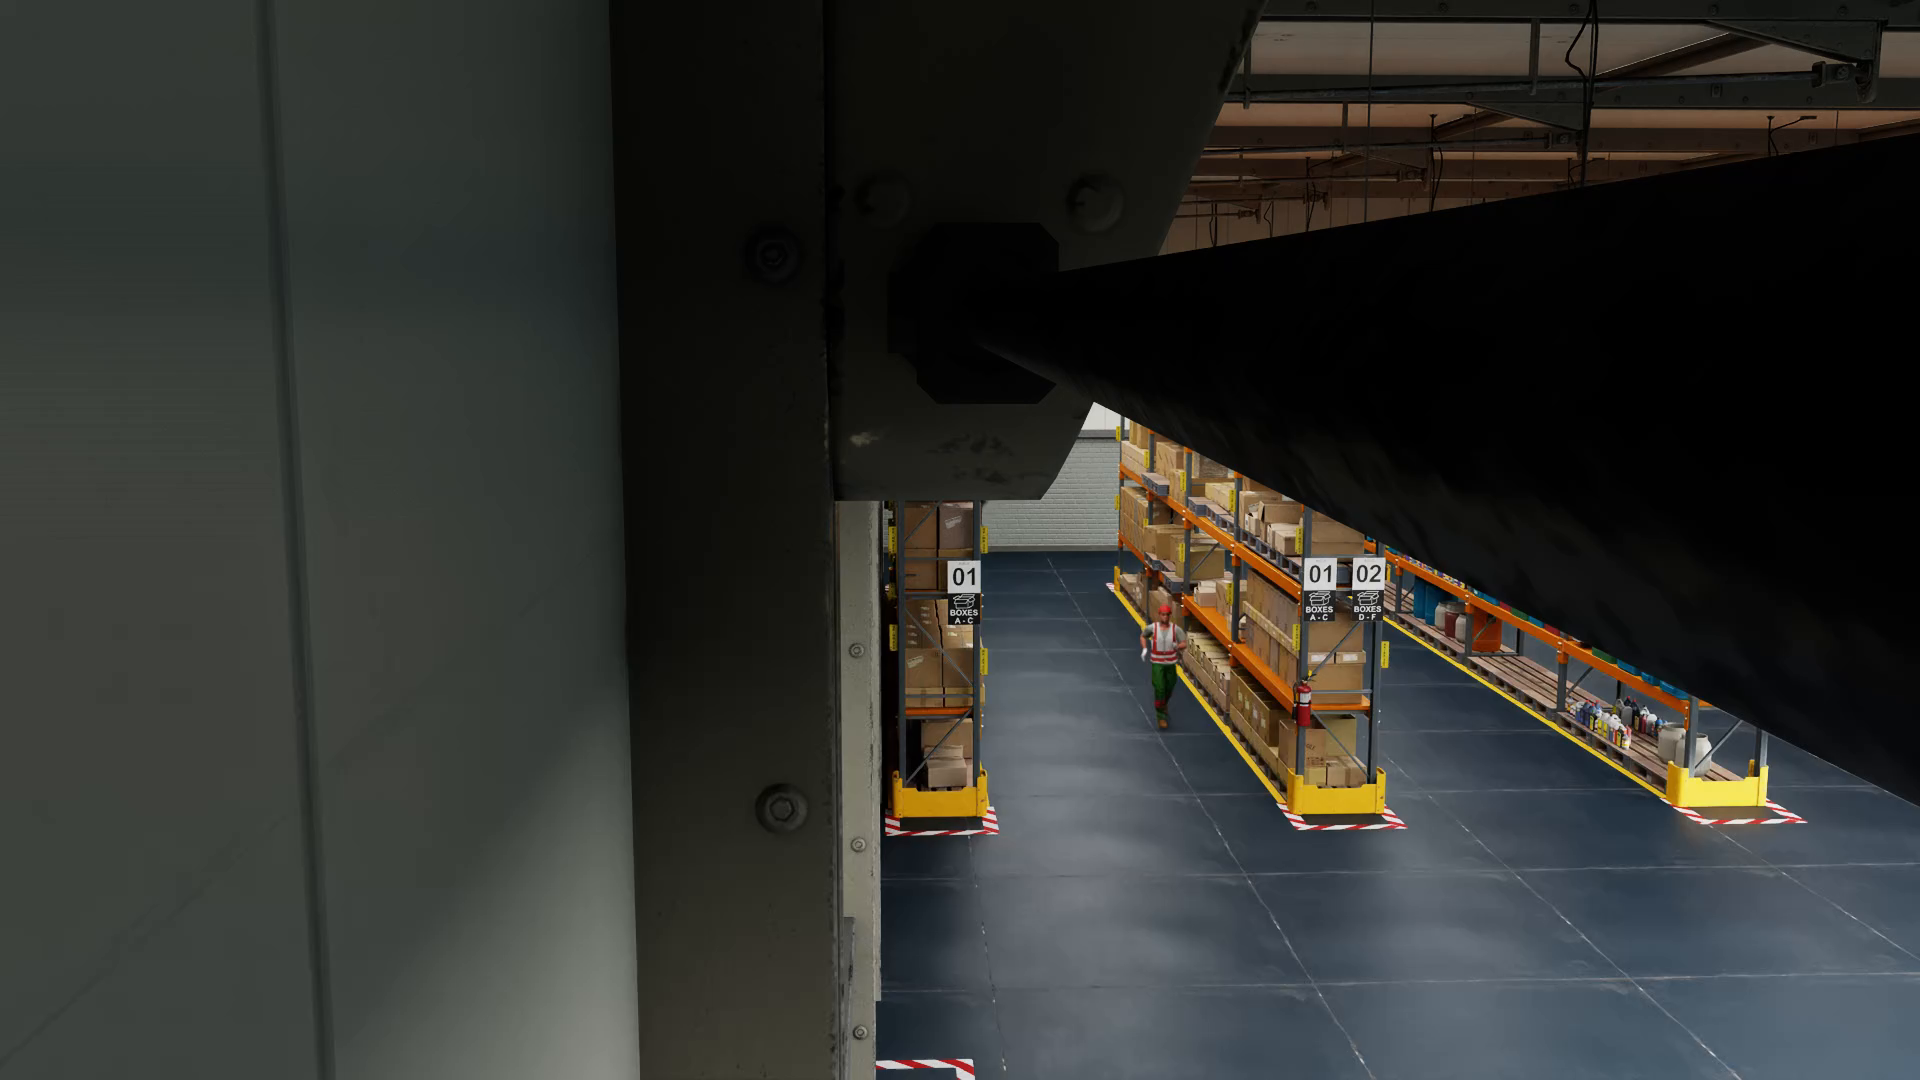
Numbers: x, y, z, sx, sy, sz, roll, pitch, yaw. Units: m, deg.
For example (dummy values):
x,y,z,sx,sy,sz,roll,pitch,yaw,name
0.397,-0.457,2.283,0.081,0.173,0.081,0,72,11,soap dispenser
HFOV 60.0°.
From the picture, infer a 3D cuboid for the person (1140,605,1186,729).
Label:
x,y,z,sx,sy,sz,roll,pitch,yaw,name
3.050,1.845,24.874,0.659,1.774,1.002,0,8,-2,person
